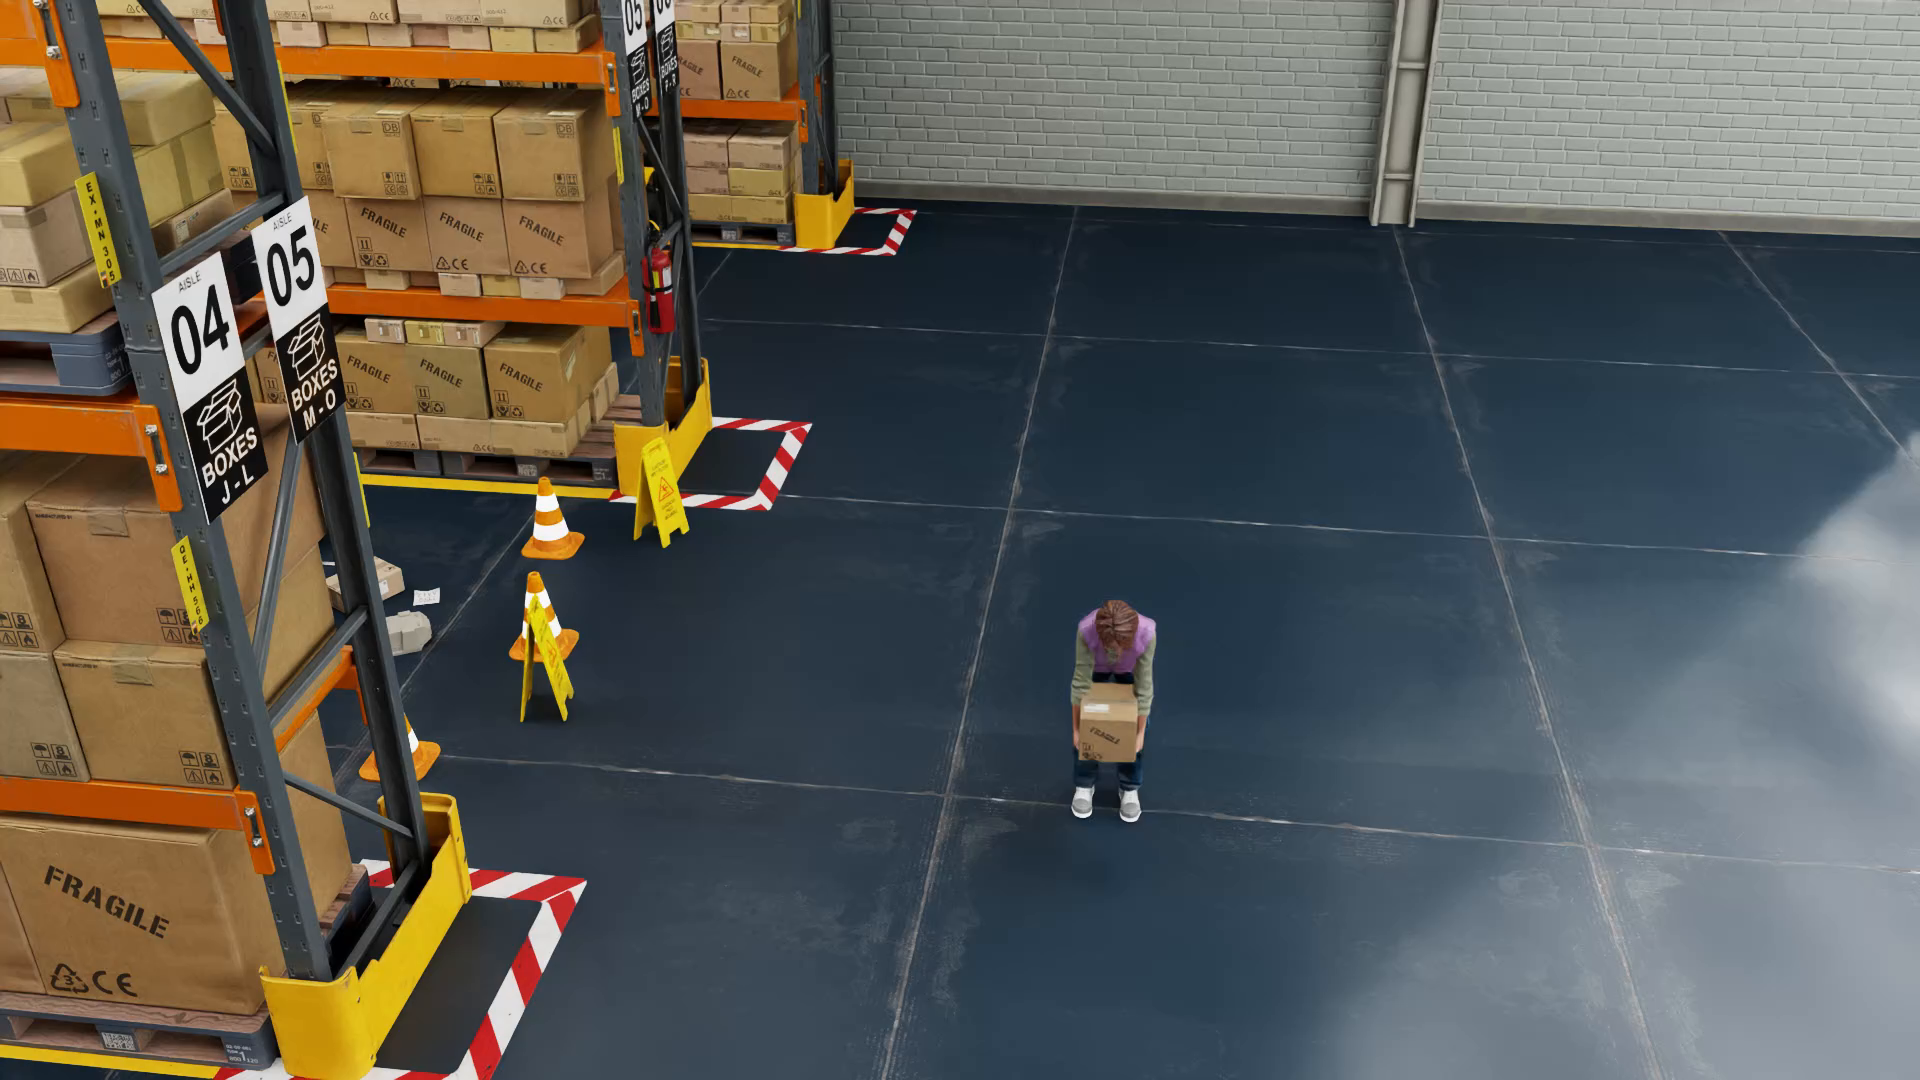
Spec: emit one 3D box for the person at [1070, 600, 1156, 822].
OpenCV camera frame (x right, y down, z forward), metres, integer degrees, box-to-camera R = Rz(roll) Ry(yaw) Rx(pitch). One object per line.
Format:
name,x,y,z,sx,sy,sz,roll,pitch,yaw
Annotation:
person,0.681,0.752,7.514,0.377,1.364,0.737,3,29,5
